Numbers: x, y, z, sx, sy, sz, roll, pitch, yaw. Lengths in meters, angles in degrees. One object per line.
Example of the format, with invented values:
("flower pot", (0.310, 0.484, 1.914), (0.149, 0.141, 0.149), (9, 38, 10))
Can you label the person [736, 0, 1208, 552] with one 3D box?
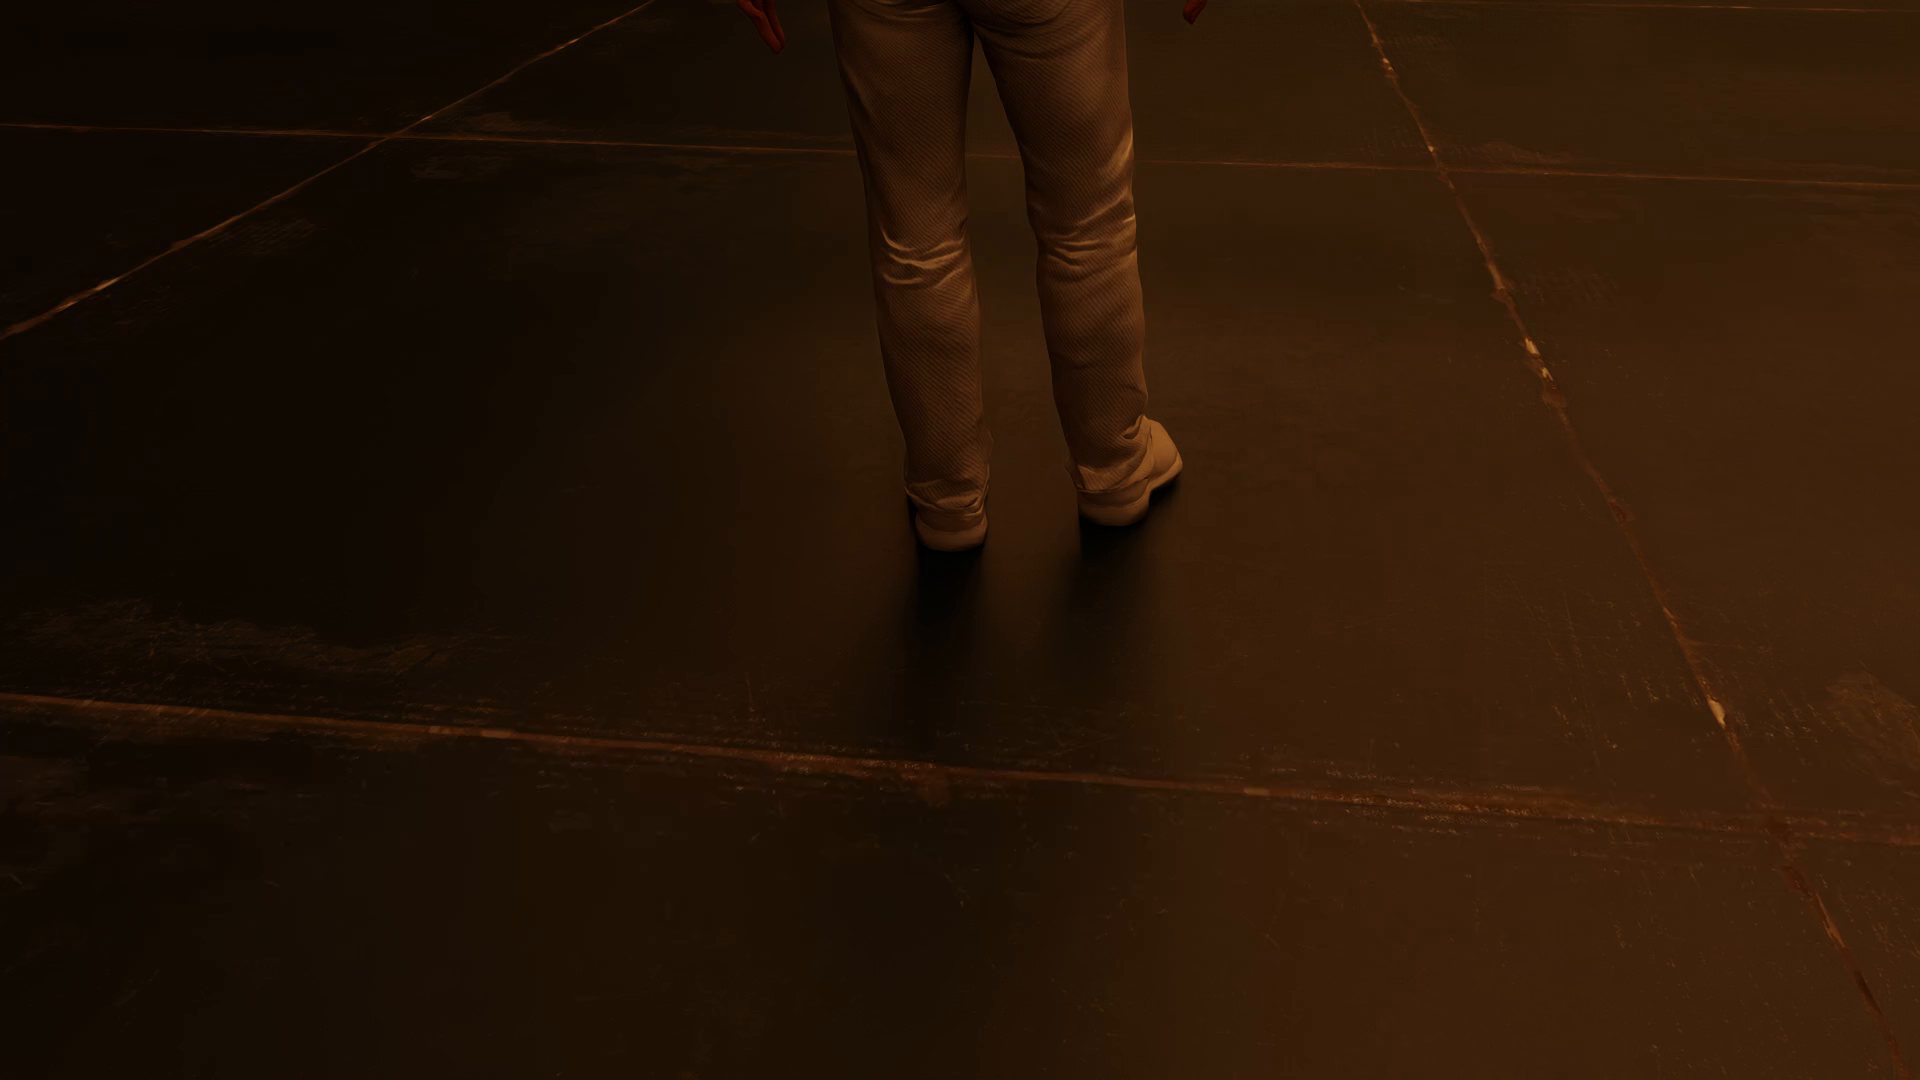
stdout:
("person", (0.016, -0.827, 2.163), (0.665, 1.765, 0.577), (3, 27, 7))
